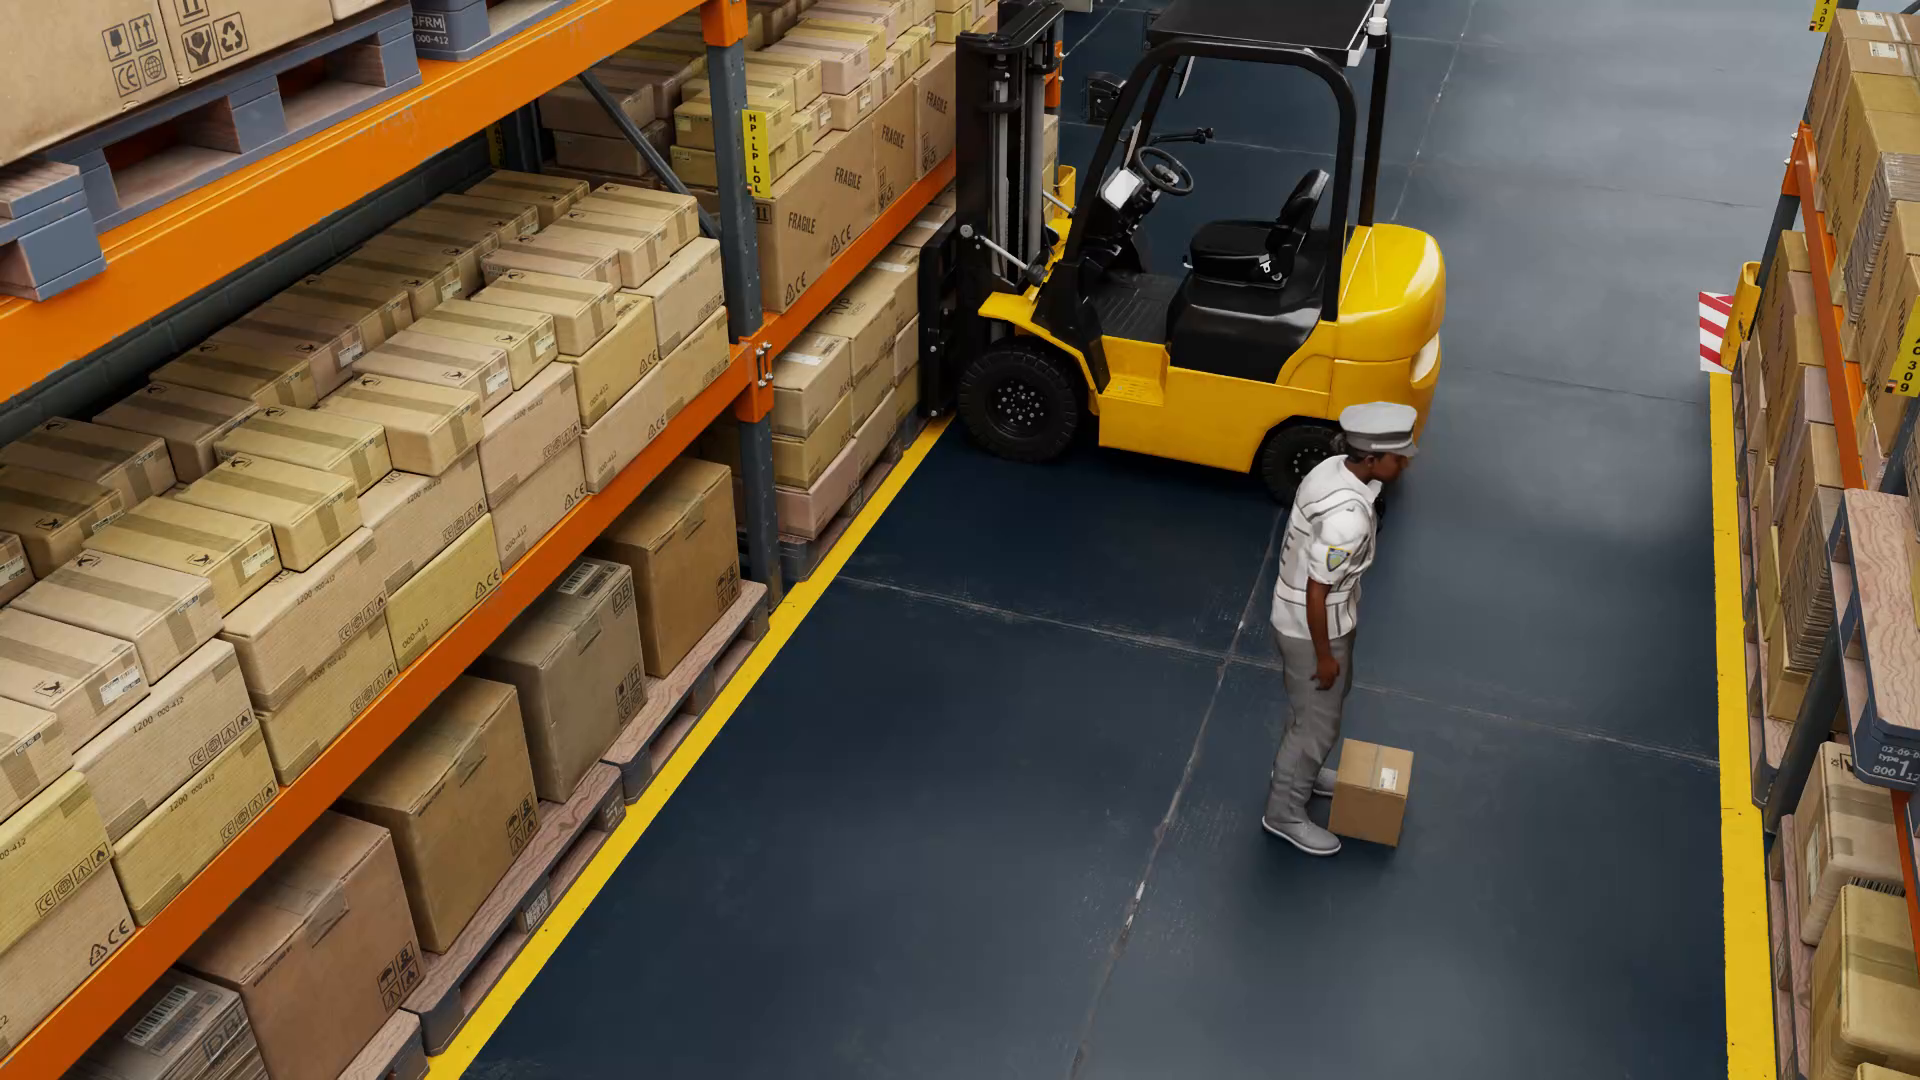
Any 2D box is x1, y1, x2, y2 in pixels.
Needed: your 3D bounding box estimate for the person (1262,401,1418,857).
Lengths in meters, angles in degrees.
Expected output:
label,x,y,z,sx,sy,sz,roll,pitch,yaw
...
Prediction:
label,x,y,z,sx,sy,sz,roll,pitch,yaw
person,1.261,0.289,5.705,0.395,1.657,0.521,9,35,14
